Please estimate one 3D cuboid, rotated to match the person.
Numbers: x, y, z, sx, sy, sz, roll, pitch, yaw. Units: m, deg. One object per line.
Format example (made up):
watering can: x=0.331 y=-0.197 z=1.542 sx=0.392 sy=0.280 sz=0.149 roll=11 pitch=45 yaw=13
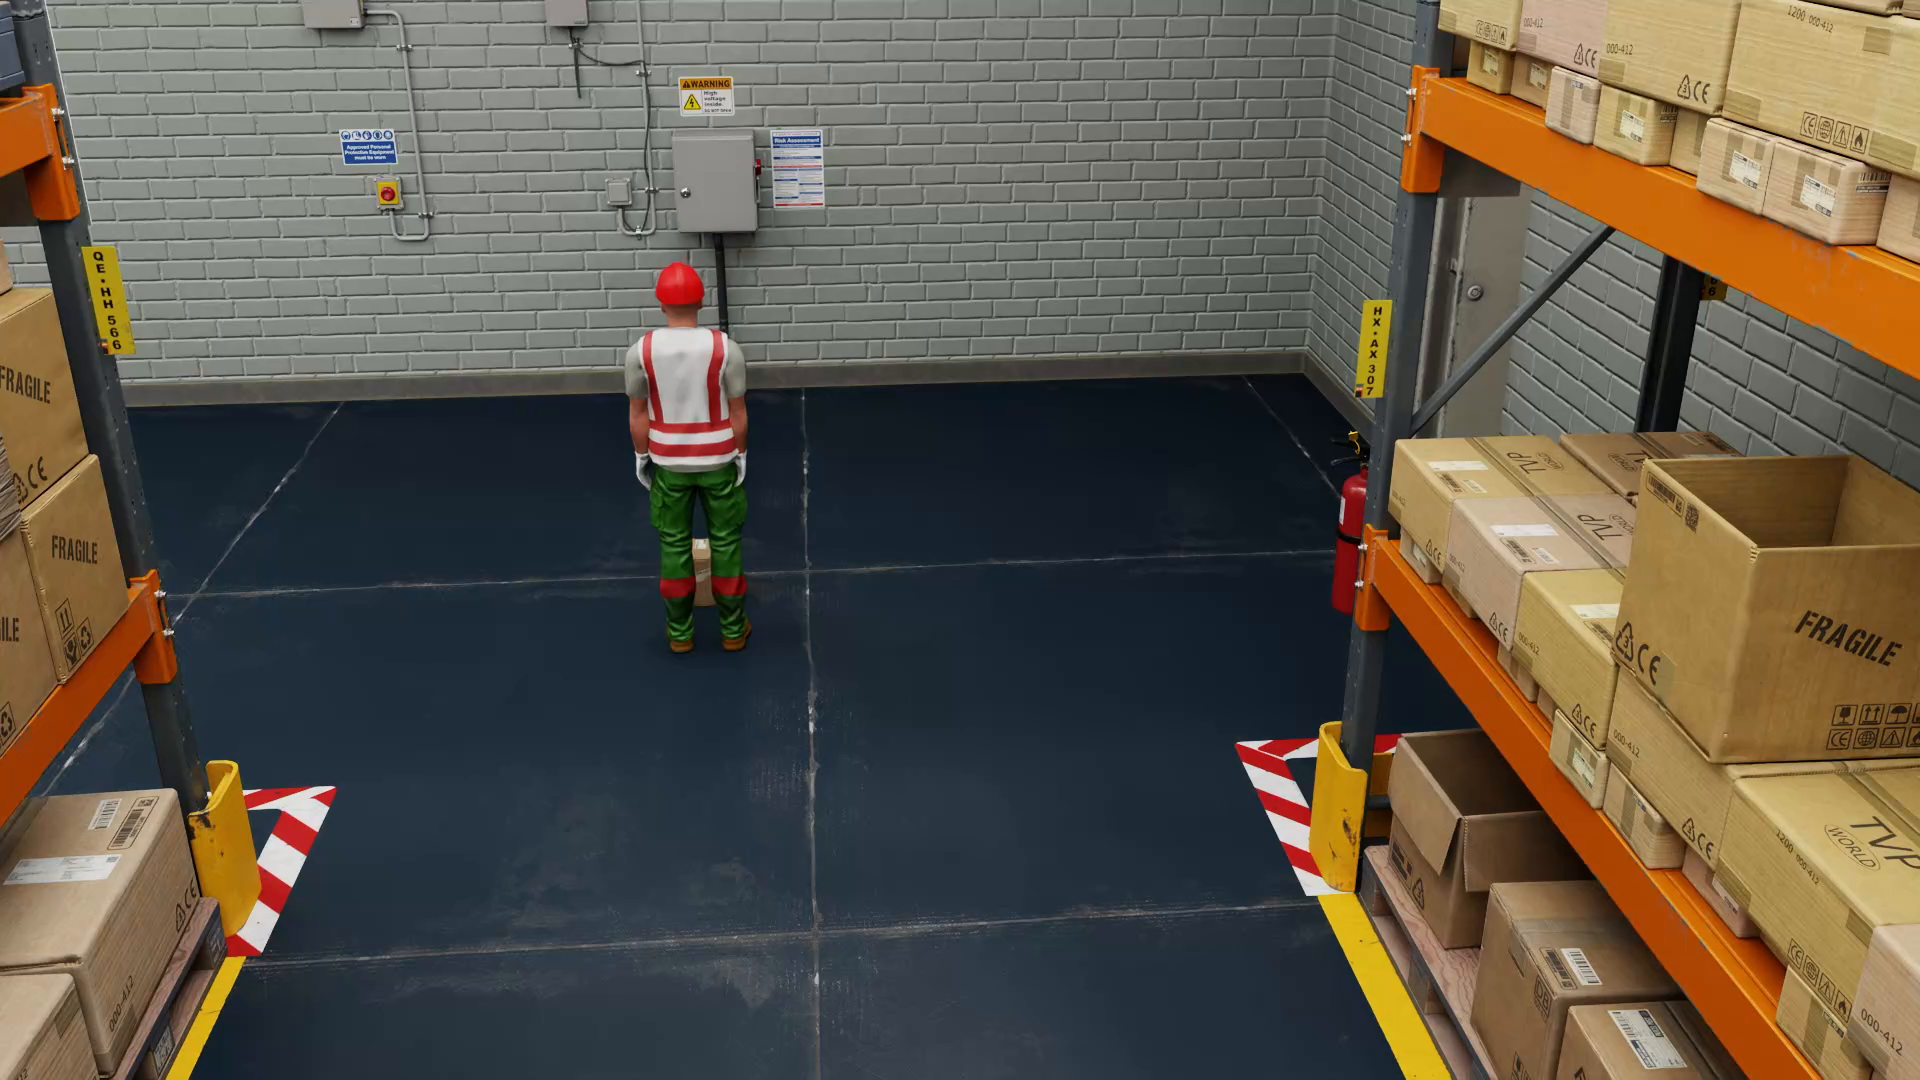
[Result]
person: x=-1.188 y=-0.353 z=7.383 sx=0.524 sy=1.785 sz=0.335 roll=-2 pitch=24 yaw=-4
